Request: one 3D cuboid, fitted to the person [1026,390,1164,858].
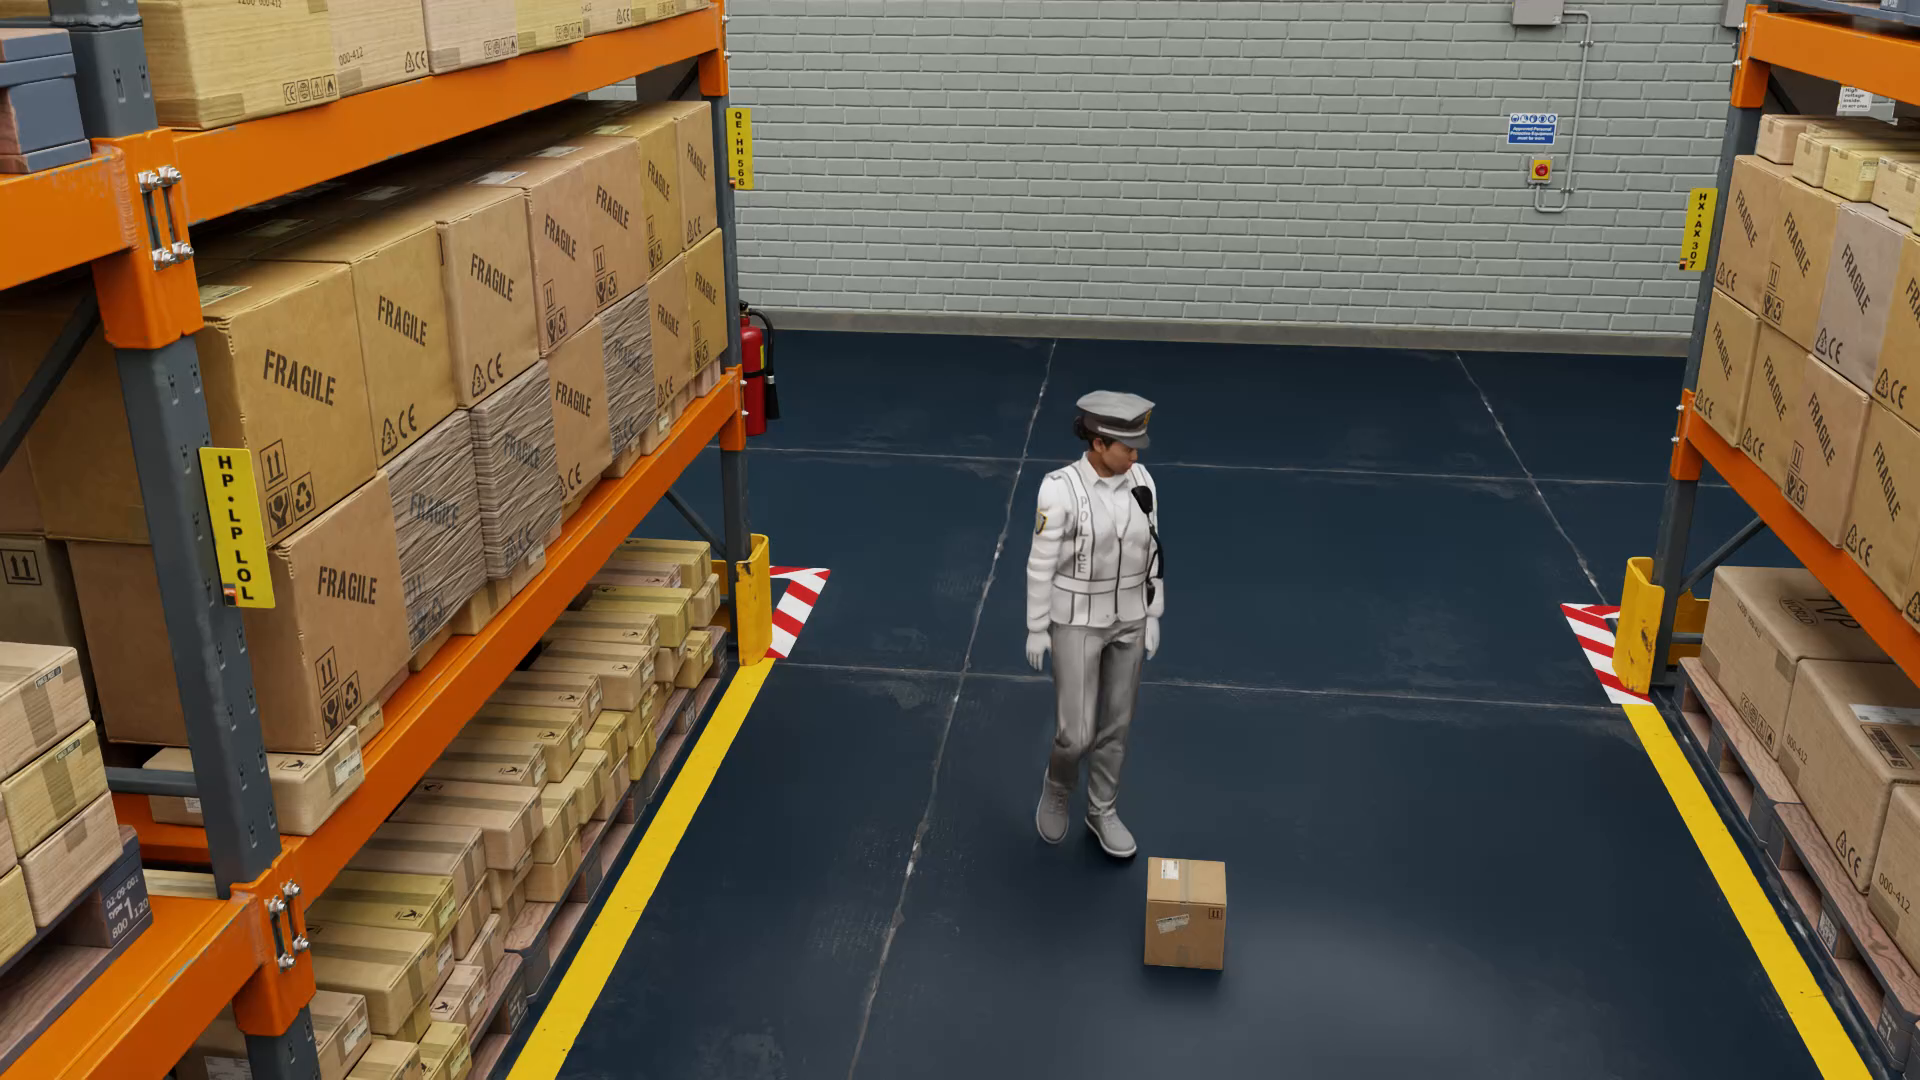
[{"bbox_3d":[0.502,0.312,5.718,0.513,1.667,0.400,-10,23,-23],"label":"person"}]
